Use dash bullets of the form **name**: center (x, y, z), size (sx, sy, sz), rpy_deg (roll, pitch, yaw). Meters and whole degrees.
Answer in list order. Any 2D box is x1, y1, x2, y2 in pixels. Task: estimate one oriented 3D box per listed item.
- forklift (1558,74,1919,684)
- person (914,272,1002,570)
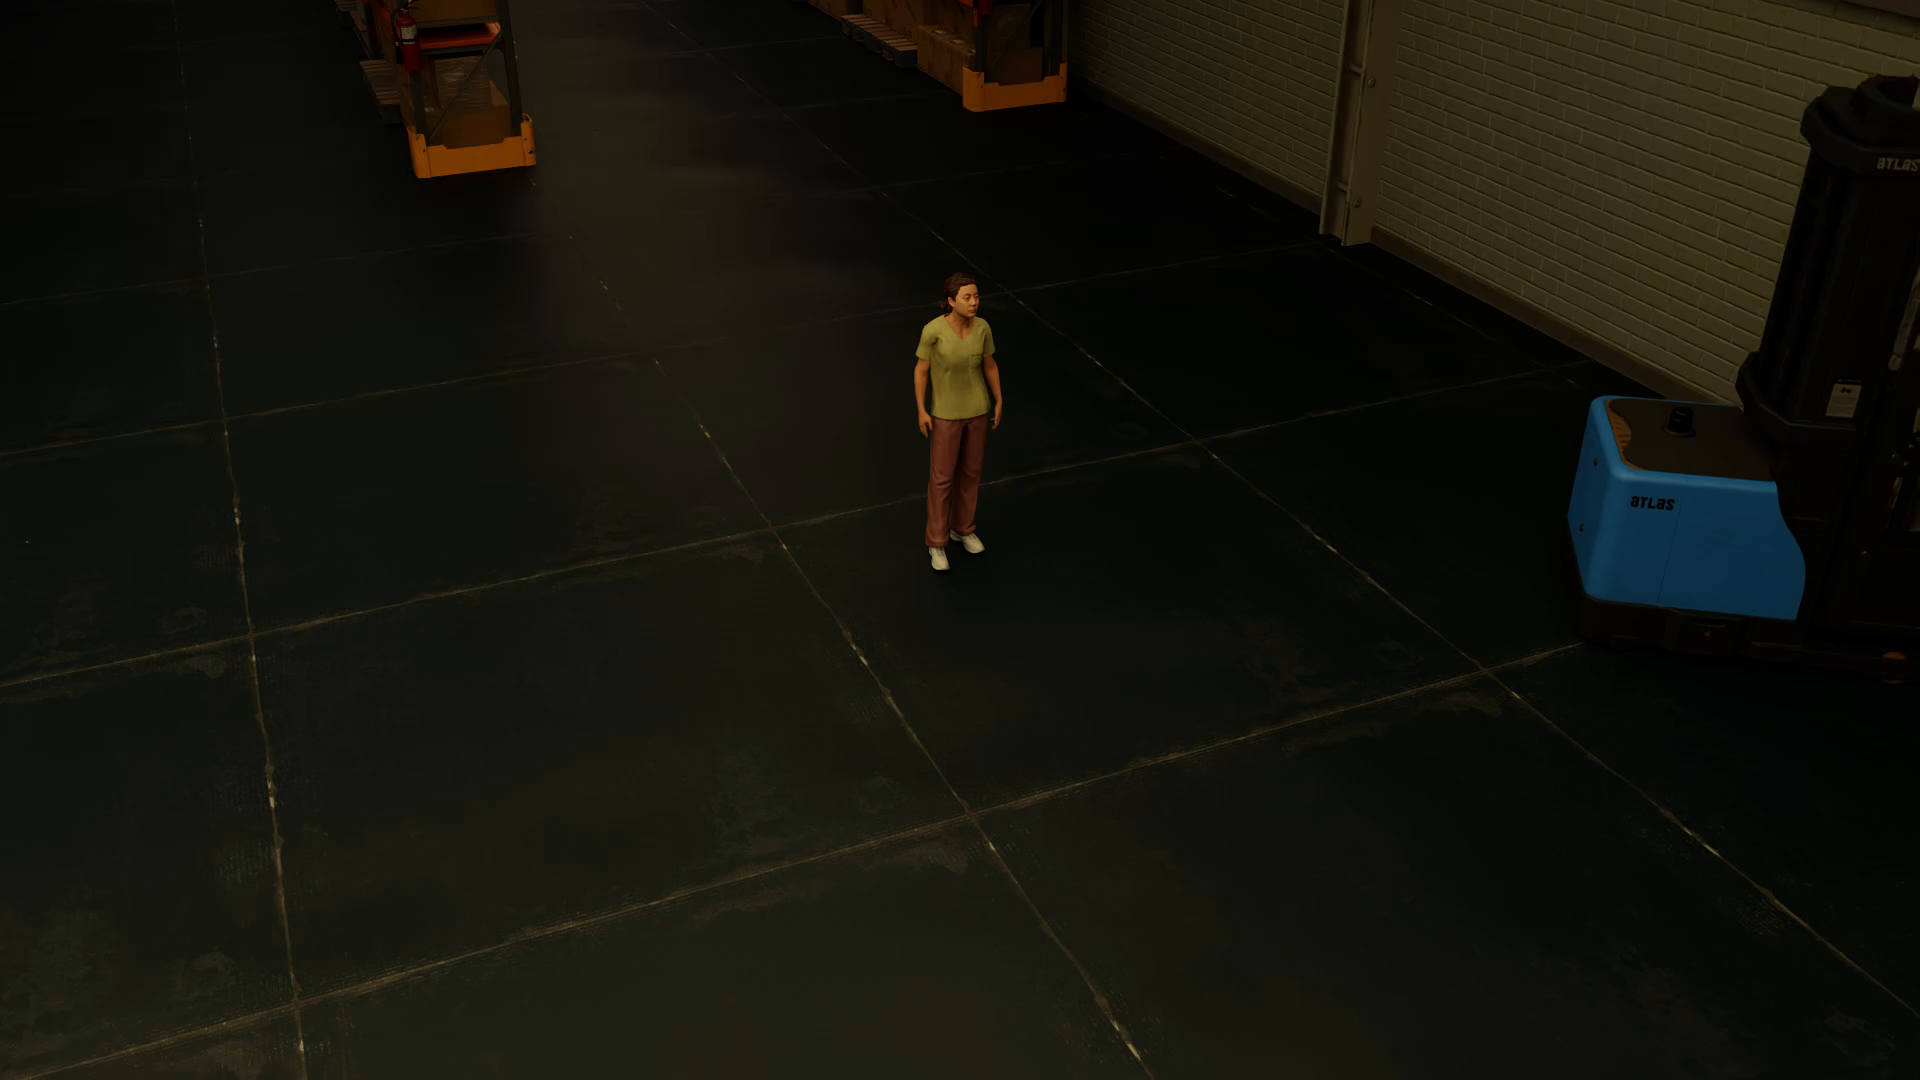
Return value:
- **forklift**: center (4.923, -0.784, 8.491), size (3.031, 2.935, 1.130), rpy_deg (6, 30, 10)
- **person**: center (0.018, -0.698, 9.590), size (0.553, 1.675, 0.549), rpy_deg (-12, 32, -20)
